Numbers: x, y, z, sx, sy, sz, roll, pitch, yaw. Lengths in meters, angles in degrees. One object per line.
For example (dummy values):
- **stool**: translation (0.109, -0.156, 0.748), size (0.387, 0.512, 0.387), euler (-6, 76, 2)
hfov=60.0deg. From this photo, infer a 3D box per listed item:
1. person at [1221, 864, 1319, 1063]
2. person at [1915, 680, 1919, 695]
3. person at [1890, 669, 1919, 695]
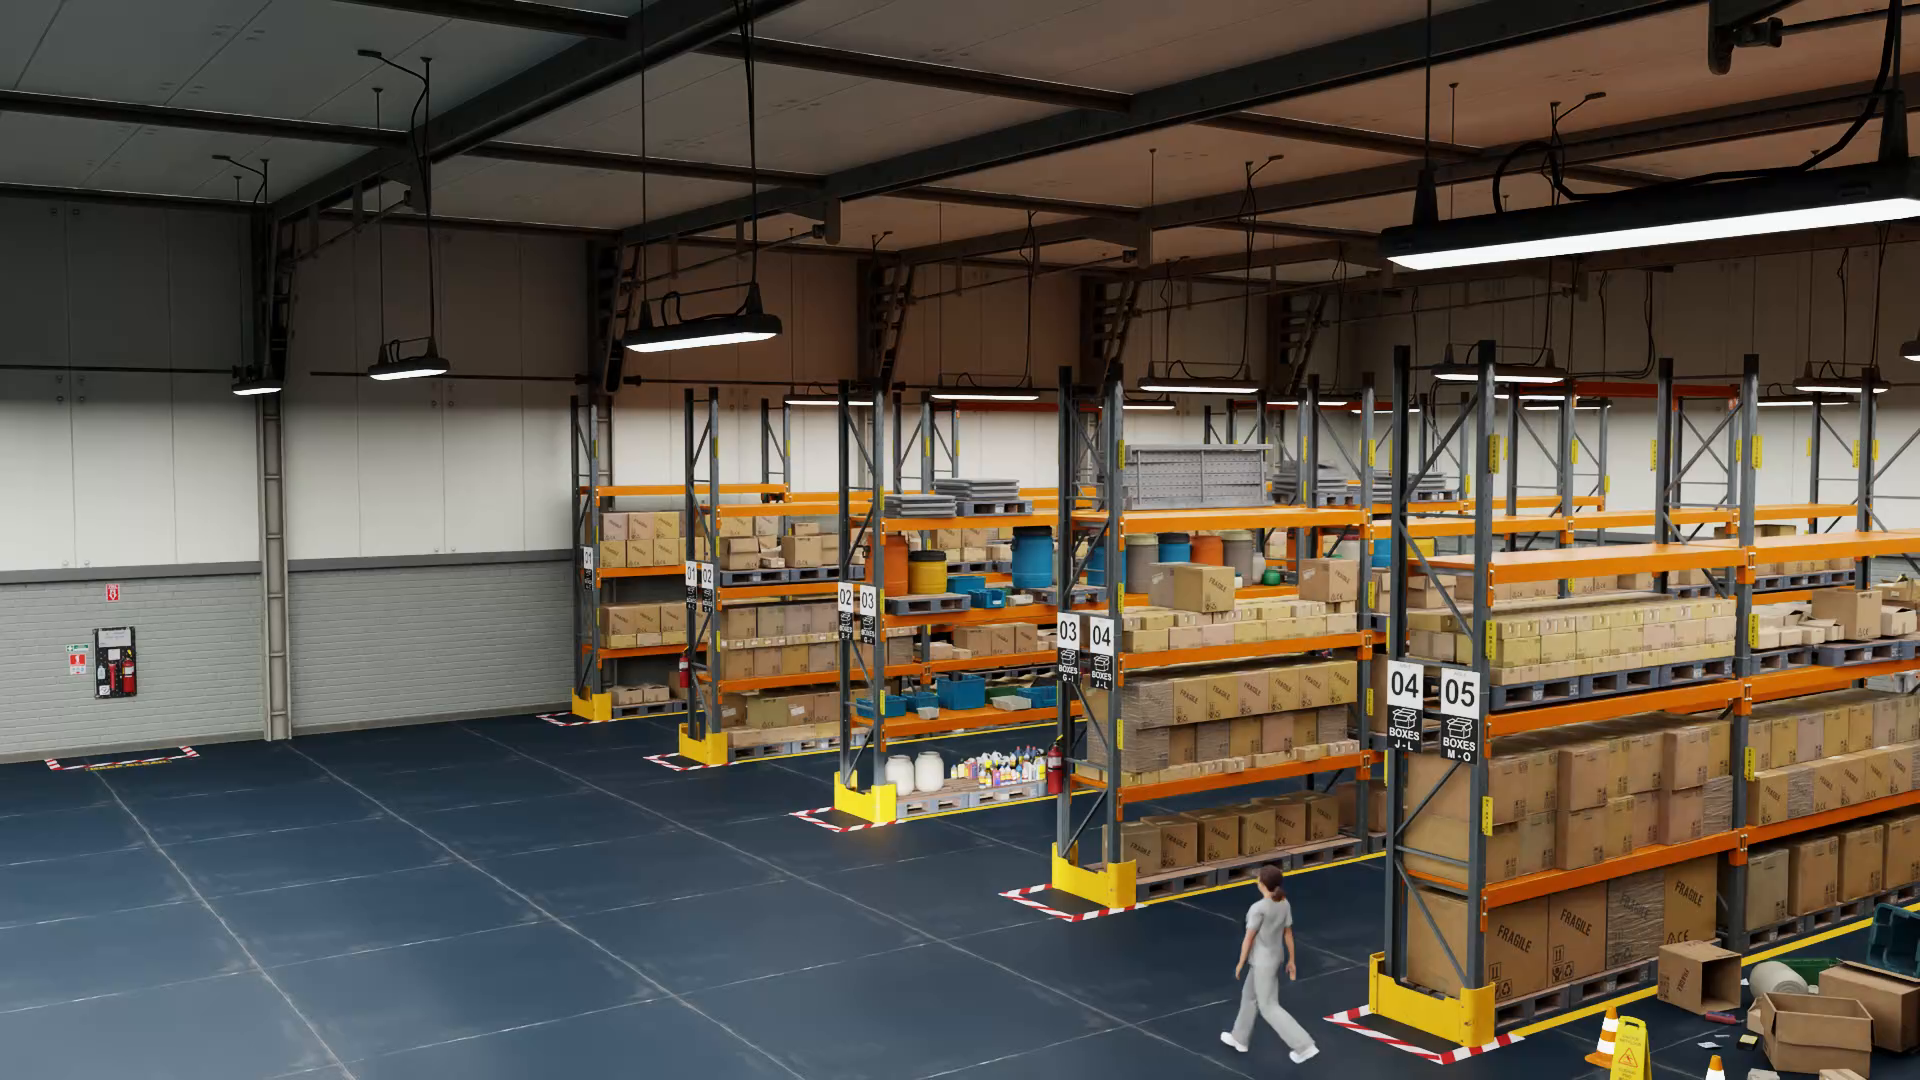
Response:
- **person**: translation (2.554, 3.514, 13.799), size (0.983, 1.637, 0.426), euler (2, 4, 34)
- **person**: translation (14.985, 2.715, 25.692), size (0.626, 1.806, 0.386), euler (0, 3, -4)
- **person**: translation (17.292, 2.463, 30.397), size (0.428, 1.795, 0.645), euler (-2, 4, -35)
